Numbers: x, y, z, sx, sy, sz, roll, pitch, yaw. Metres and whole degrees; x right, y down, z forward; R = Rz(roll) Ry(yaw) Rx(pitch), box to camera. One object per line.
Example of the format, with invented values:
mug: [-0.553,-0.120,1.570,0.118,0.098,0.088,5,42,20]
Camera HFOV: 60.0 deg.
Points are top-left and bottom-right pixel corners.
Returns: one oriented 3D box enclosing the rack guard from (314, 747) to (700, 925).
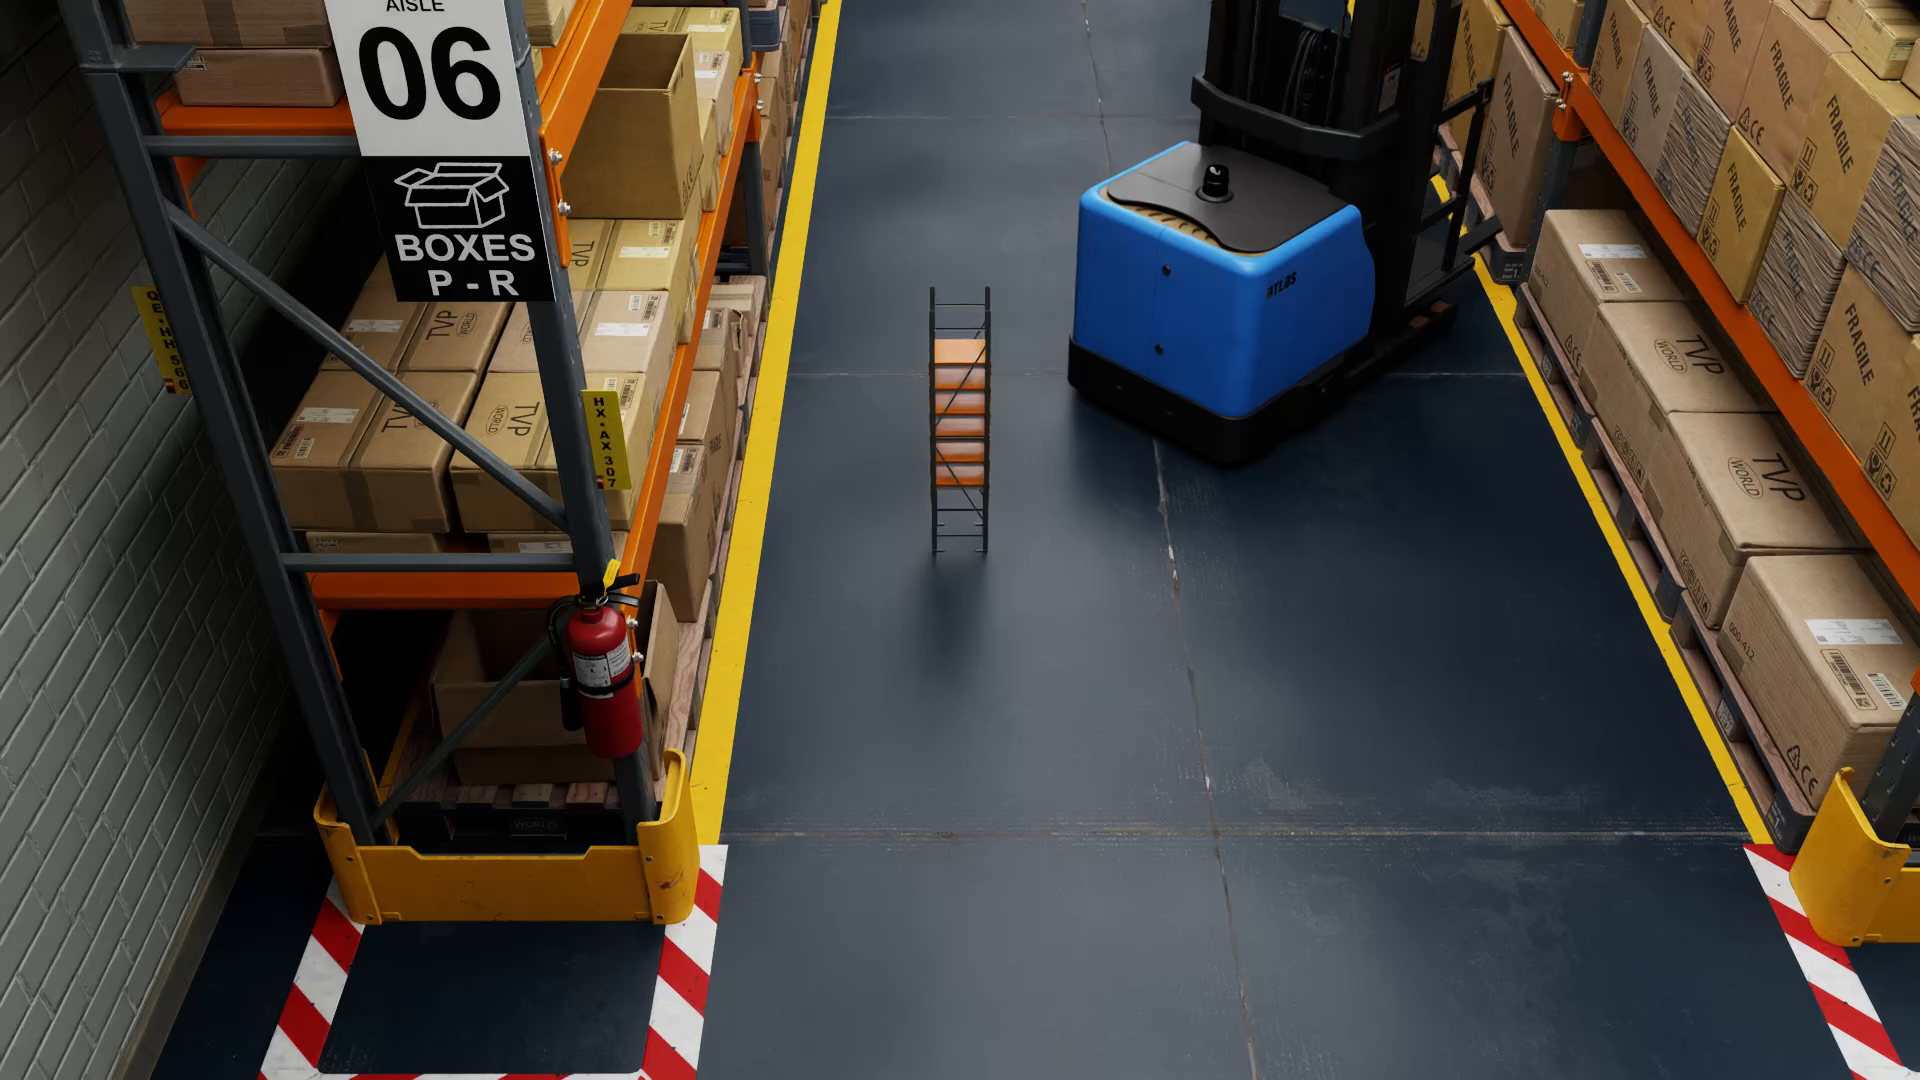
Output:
rack guard: [-1.498,0.999,5.604,1.175,0.500,0.348,0,39,0]

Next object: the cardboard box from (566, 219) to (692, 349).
cardboard box: [-1.234,-0.903,5.860,0.500,0.250,0.500,-1,39,-1]

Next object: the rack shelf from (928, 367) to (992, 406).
rack shelf: [0.000,-0.630,6.764,0.258,0.103,0.180,0,39,0]

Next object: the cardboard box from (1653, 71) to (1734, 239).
cardboard box: [3.190,-1.556,6.713,0.500,0.500,0.500,0,39,0]

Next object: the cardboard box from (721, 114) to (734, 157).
cardboard box: [-1.203,-1.808,7.309,0.380,0.149,0.250,1,39,1]

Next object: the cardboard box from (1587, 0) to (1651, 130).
cardboard box: [3.200,-2.182,7.494,0.500,0.500,0.500,1,39,1]

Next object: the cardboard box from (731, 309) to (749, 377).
cardboard box: [-1.208,-0.956,7.895,0.396,0.266,0.258,1,39,2]

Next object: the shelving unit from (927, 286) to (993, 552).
shelving unit: [0.000,-0.477,6.886,0.258,1.200,0.189,0,39,0]

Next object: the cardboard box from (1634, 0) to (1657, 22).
cardboard box: [3.219,-2.568,7.176,0.500,0.500,0.500,0,39,0]

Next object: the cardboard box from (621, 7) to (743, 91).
cardboard box: [-1.258,-2.170,7.441,0.500,0.250,0.500,1,39,1]

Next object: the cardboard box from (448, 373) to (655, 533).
cardboard box: [-1.229,-0.271,5.071,0.500,0.250,0.500,0,39,0]

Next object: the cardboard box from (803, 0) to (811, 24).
cardboard box: [-1.292,-3.856,11.327,0.500,0.500,0.500,1,39,1]

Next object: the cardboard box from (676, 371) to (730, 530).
cardboard box: [-1.267,-0.366,6.971,0.500,0.500,0.500,1,39,1]

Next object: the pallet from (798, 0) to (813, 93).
pallet: [-1.544,-3.377,11.295,1.003,0.211,1.213,0,39,0]

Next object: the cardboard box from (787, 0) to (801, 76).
cardboard box: [-1.299,-3.216,10.528,0.500,0.500,0.500,2,39,2]

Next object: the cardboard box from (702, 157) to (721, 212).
cardboard box: [-1.202,-1.484,6.905,0.380,0.149,0.250,-1,39,-1]

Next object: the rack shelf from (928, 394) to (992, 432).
rack shelf: [0.000,-0.536,6.839,0.258,0.103,0.180,0,39,0]

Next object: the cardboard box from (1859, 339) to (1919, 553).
cardboard box: [3.200,-0.276,5.115,0.500,0.500,0.500,0,39,0]

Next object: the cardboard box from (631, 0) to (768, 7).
cardboard box: [-1.280,-2.936,8.100,0.700,0.500,0.500,1,39,1]

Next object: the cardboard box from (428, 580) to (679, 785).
cardboard box: [-1.404,0.498,5.890,0.797,0.503,0.637,-1,39,-2]

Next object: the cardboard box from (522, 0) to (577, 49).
cardboard box: [-1.225,-1.435,4.126,0.500,0.250,0.500,0,39,-1]

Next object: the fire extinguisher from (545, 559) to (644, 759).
fire extinguisher: [-1.036,0.338,4.790,0.296,0.674,0.183,0,39,0]

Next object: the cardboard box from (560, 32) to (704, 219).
cardboard box: [-1.231,-1.501,6.007,0.500,0.500,0.500,1,39,1]

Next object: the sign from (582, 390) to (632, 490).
sign: [-0.956,-0.268,4.493,0.100,0.325,0.005,0,39,0]

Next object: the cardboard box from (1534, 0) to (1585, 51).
cardboard box: [3.208,-2.658,8.289,0.500,0.250,0.500,-1,39,-1]

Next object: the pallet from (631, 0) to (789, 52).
pallet: [-1.395,-2.856,8.568,1.003,0.211,1.213,0,39,0]

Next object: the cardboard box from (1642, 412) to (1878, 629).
cardboard box: [3.355,-0.084,6.670,0.875,0.438,0.875,1,39,1]

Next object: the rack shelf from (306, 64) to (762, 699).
rack shelf: [-1.500,-0.899,6.549,1.077,0.370,4.000,0,39,0]

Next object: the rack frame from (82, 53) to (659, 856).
rack frame: [-1.498,0.071,4.763,1.000,3.000,0.127,0,39,0]

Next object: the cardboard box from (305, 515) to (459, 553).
cardboard box: [-1.767,-0.038,5.100,0.380,0.149,0.250,0,39,-1]

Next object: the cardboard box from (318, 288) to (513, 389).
cardboard box: [-1.763,-0.597,5.478,0.500,0.250,0.500,0,39,0]

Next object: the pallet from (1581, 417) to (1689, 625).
pallet: [3.388,-0.108,7.216,1.003,0.211,1.213,0,39,0]

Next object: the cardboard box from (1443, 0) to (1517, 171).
cardboard box: [3.371,-2.724,9.614,0.875,0.875,0.875,1,39,1]

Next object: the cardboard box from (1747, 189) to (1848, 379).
cardboard box: [3.204,-0.911,5.908,0.500,0.500,0.500,1,39,1]

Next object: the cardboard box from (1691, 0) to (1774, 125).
cardboard box: [3.203,-1.932,6.382,0.500,0.500,0.500,1,39,1]

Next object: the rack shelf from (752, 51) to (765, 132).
rack shelf: [-1.505,-3.401,9.670,1.077,0.370,4.000,0,39,0]

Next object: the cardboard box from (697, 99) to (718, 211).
cardboard box: [-1.256,-1.545,6.661,0.500,0.250,0.500,0,39,0]

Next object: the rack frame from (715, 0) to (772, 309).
rack frame: [-1.503,-2.431,7.885,1.000,3.000,0.127,0,39,0]

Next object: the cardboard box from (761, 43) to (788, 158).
cardboard box: [-1.285,-2.567,9.718,0.500,0.500,0.500,-1,39,-1]

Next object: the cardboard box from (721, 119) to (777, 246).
cardboard box: [-1.278,-1.922,8.913,0.500,0.500,0.500,2,39,2]

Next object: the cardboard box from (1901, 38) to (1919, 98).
cardboard box: [3.267,-1.483,5.304,0.380,0.149,0.250,0,39,0]

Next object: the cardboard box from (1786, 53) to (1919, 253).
cardboard box: [3.200,-1.302,5.596,0.500,0.500,0.500,0,39,0]

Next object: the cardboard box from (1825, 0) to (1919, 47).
cardboard box: [3.227,-1.804,5.704,0.380,0.149,0.250,1,39,1]

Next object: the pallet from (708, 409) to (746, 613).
pallet: [-1.499,-0.148,7.266,1.003,0.211,1.213,0,39,0]

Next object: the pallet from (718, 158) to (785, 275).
pallet: [-1.542,-1.851,9.391,1.003,0.211,1.213,0,39,0]

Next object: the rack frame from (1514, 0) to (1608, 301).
rack frame: [3.461,-2.437,7.892,1.000,3.000,0.127,0,39,0]

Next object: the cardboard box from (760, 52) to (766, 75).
cardboard box: [-1.303,-2.758,9.437,0.380,0.149,0.250,0,39,0]

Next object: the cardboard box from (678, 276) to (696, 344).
cardboard box: [-1.176,-0.843,6.104,0.380,0.149,0.250,-1,39,-1]

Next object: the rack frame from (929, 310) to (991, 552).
rack frame: [0.000,-0.420,6.815,0.240,1.200,0.006,0,39,0]

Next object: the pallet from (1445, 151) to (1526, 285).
pallet: [3.385,-1.831,9.366,1.003,0.211,1.213,0,39,0]

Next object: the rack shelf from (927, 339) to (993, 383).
rack shelf: [0.000,-0.723,6.689,0.258,0.103,0.180,0,39,0]

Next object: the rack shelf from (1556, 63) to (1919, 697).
rack shelf: [3.463,-0.905,6.556,1.077,0.370,4.000,0,39,0]

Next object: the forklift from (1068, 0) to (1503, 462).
forklift: [1.913,-2.320,7.801,1.130,2.935,3.031,31,48,33]

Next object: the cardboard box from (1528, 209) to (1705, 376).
cardboard box: [3.354,-1.208,8.072,0.875,0.438,0.875,-1,39,-1]
